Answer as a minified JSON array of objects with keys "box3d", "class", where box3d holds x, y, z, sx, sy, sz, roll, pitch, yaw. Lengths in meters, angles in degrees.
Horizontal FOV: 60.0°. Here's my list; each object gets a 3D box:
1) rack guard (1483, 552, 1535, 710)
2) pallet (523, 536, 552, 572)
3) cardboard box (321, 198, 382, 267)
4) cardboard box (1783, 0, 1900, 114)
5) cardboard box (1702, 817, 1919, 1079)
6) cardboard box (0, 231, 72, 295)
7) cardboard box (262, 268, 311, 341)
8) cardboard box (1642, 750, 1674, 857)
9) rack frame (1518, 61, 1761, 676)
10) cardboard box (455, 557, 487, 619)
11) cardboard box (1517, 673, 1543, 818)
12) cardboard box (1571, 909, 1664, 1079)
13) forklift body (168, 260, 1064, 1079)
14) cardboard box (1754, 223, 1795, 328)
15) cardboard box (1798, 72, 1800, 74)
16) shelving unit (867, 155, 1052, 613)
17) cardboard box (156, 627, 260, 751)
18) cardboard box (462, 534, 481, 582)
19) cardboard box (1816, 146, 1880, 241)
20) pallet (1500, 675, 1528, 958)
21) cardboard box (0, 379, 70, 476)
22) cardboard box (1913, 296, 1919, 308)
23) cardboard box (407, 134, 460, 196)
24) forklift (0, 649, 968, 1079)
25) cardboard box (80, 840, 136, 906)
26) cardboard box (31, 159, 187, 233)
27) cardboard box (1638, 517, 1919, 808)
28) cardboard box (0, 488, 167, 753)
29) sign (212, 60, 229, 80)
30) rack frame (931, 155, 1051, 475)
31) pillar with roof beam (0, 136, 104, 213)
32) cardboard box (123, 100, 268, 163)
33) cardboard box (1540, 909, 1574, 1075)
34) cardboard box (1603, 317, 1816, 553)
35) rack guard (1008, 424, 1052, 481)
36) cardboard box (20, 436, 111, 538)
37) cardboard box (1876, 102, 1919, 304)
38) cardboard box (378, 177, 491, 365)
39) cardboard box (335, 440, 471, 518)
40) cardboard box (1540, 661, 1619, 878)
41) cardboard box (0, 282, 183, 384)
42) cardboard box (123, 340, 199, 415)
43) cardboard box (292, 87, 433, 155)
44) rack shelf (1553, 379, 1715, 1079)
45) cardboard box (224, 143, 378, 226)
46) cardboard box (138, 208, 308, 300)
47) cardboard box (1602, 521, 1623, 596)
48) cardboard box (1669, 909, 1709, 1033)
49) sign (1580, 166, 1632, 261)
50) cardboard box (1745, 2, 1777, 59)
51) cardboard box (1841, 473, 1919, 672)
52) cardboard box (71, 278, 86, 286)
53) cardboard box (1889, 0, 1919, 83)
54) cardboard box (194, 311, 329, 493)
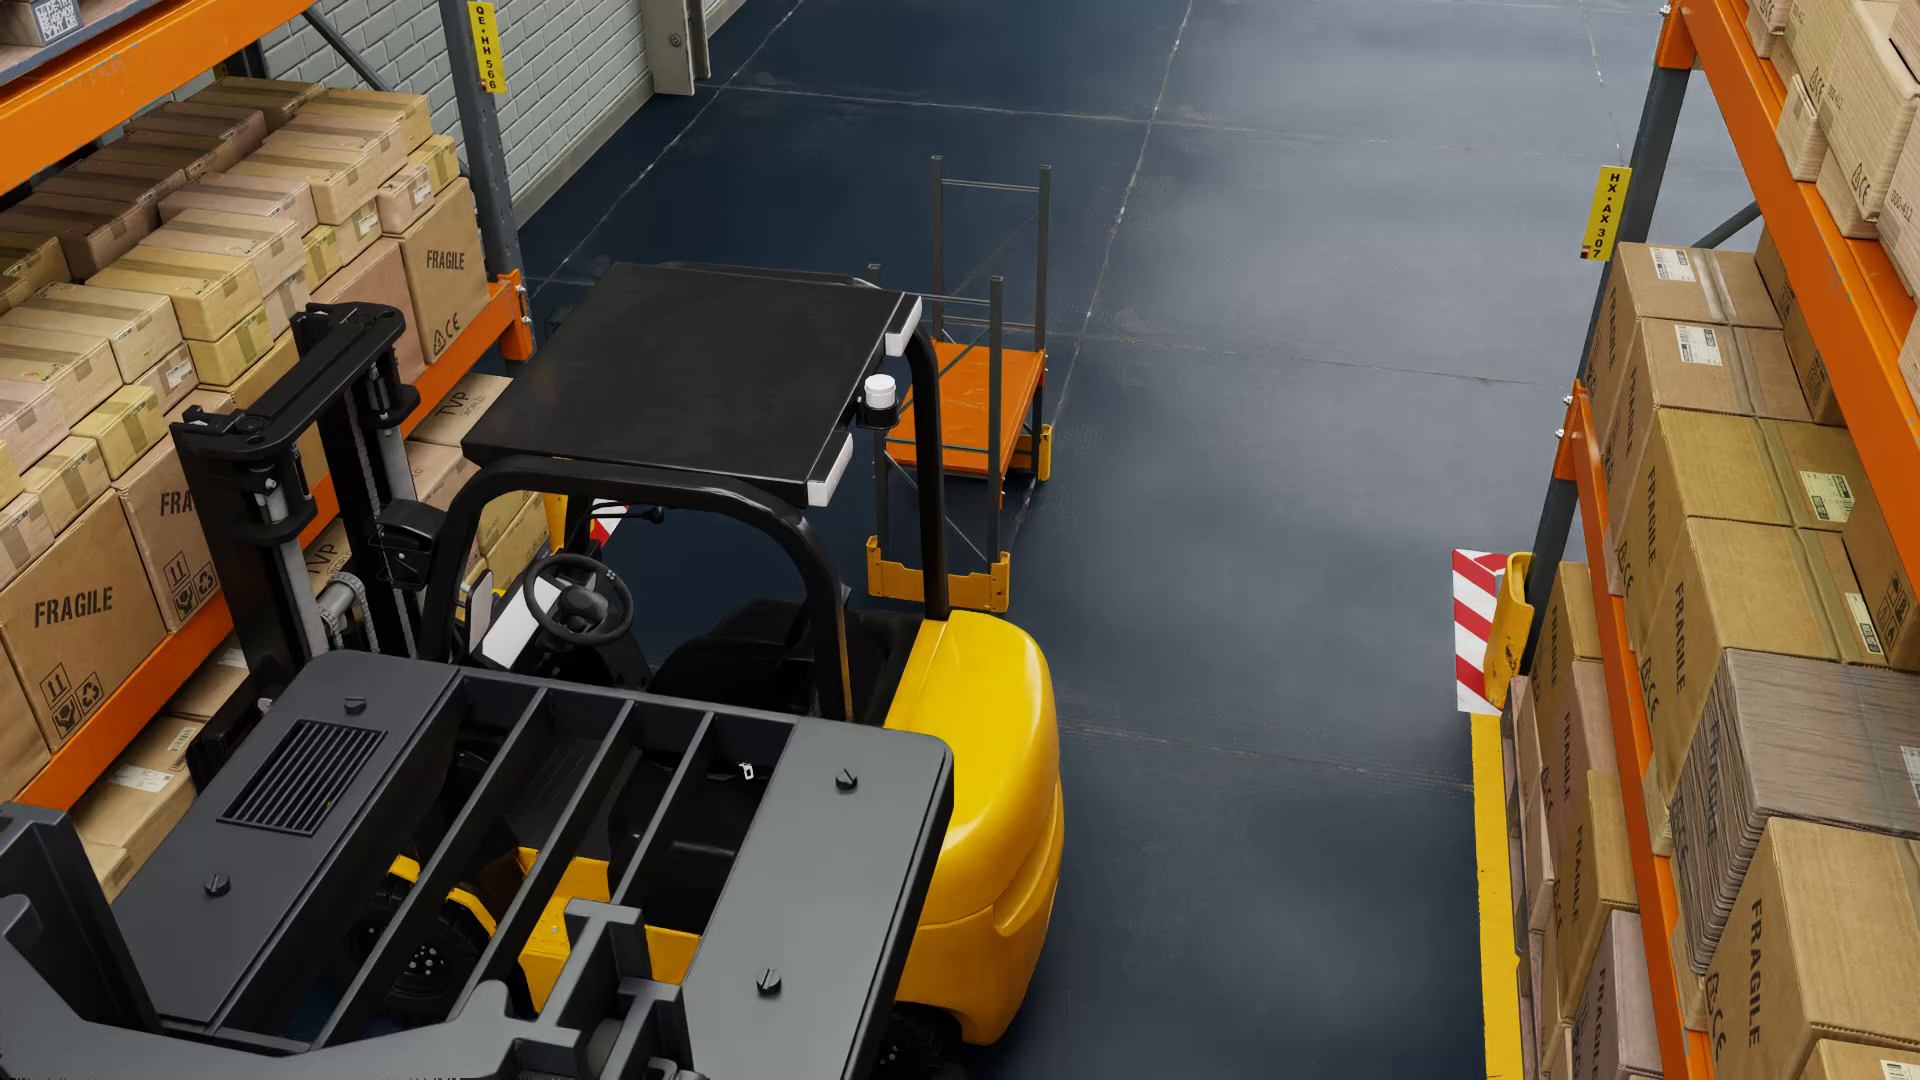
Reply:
[{"box3d":[2.622,0.413,6.255,1.175,0.500,0.348,7,37,10],"class":"rack guard"},{"box3d":[-2.334,0.310,6.643,1.003,0.211,1.213,7,37,10],"class":"pallet"},{"box3d":[-2.153,-1.041,5.492,0.380,0.149,0.250,8,37,11],"class":"cardboard box"},{"box3d":[2.067,-1.076,3.496,0.500,0.250,0.500,8,37,11],"class":"cardboard box"},{"box3d":[1.739,0.907,3.103,0.500,0.500,0.500,9,37,12],"class":"cardboard box"},{"box3d":[-2.875,-0.790,4.892,0.380,0.149,0.250,6,36,9],"class":"cardboard box"},{"box3d":[-2.228,-0.741,5.079,0.380,0.149,0.250,6,36,8],"class":"cardboard box"},{"box3d":[1.872,0.652,4.009,0.380,0.149,0.250,8,37,10],"class":"cardboard box"},{"box3d":[2.638,-0.643,5.581,1.000,3.000,0.127,7,37,10],"class":"rack frame"},{"box3d":[-2.119,0.273,6.302,0.500,0.250,0.500,7,37,10],"class":"cardboard box"},{"box3d":[2.195,0.728,5.675,0.500,0.250,0.500,7,37,10],"class":"cardboard box"},{"box3d":[1.863,1.333,4.202,0.500,0.500,0.500,9,37,12],"class":"cardboard box"},{"box3d":[-0.835,0.396,4.870,2.313,2.155,1.214,7,37,10],"class":"forklift body"},{"box3d":[2.742,-0.889,4.729,0.700,0.500,0.500,6,36,9],"class":"cardboard box"},{"box3d":[2.109,-0.999,3.731,0.380,0.149,0.250,6,36,9],"class":"cardboard box"},{"box3d":[0.016,-0.651,6.870,0.587,1.500,1.083,7,37,10],"class":"shelving unit"},{"box3d":[-2.323,0.452,5.203,0.500,0.250,0.500,7,36,9],"class":"cardboard box"},{"box3d":[-2.128,0.082,6.140,0.500,0.250,0.500,7,37,10],"class":"cardboard box"},{"box3d":[1.961,-0.709,3.330,0.380,0.149,0.250,6,36,9],"class":"cardboard box"},{"box3d":[2.414,0.991,5.703,1.003,0.211,1.213,7,37,10],"class":"pallet"},{"box3d":[-2.511,-0.287,4.199,0.380,0.149,0.250,7,37,10],"class":"cardboard box"},{"box3d":[1.925,-0.408,2.915,0.380,0.149,0.250,8,37,11],"class":"cardboard box"},{"box3d":[-2.012,-1.332,5.894,0.380,0.149,0.250,8,37,11],"class":"cardboard box"},{"box3d":[-0.628,1.334,2.912,1.130,2.935,3.031,7,37,10],"class":"forklift"},{"box3d":[-2.537,1.039,4.394,0.500,0.250,0.500,7,37,10],"class":"cardboard box"},{"box3d":[-2.691,-1.082,5.295,0.380,0.149,0.250,8,37,10],"class":"cardboard box"},{"box3d":[1.950,0.315,3.921,0.500,0.500,0.500,7,36,9],"class":"cardboard box"},{"box3d":[-2.514,0.177,4.365,0.500,0.500,0.500,7,37,10],"class":"cardboard box"},{"box3d":[-2.753,-1.719,6.260,0.100,0.325,0.005,7,37,10],"class":"sign"},{"box3d":[0.127,-0.948,7.279,0.500,1.500,0.032,7,37,10],"class":"rack frame"},{"box3d":[0.964,-2.866,3.537,9.100,9.000,0.400,7,37,10],"class":"pillar with roof beam"},{"box3d":[-2.610,-1.376,5.701,0.380,0.149,0.250,9,37,12],"class":"cardboard box"},{"box3d":[1.975,1.334,4.838,0.500,0.250,0.500,10,37,13],"class":"cardboard box"},{"box3d":[2.158,-0.270,4.728,0.500,0.500,0.500,8,37,11],"class":"cardboard box"},{"box3d":[0.123,-0.430,7.631,0.587,0.250,0.087,7,37,10],"class":"rack guard"},{"box3d":[-2.440,-0.153,4.267,0.380,0.149,0.250,6,36,8],"class":"cardboard box"},{"box3d":[1.845,-0.491,2.690,0.500,0.250,0.500,7,36,9],"class":"cardboard box"},{"box3d":[-2.061,-0.988,5.973,0.500,0.500,0.500,7,36,9],"class":"cardboard box"},{"box3d":[-2.109,-0.128,6.004,0.500,0.250,0.500,8,37,11],"class":"cardboard box"},{"box3d":[2.084,0.738,5.021,0.500,0.500,0.500,6,36,8],"class":"cardboard box"},{"box3d":[-2.405,-0.575,4.596,0.380,0.149,0.250,8,37,11],"class":"cardboard box"},{"box3d":[-2.404,-0.462,4.693,0.380,0.149,0.250,7,37,10],"class":"cardboard box"},{"box3d":[-2.083,-1.455,5.810,0.380,0.149,0.250,7,37,10],"class":"cardboard box"},{"box3d":[2.211,0.795,4.210,1.077,0.370,4.000,7,37,10],"class":"rack shelf"},{"box3d":[-2.134,-1.156,5.398,0.380,0.149,0.250,8,37,11],"class":"cardboard box"},{"box3d":[-2.207,-0.860,4.988,0.380,0.149,0.250,8,37,11],"class":"cardboard box"},{"box3d":[2.088,0.056,4.831,0.380,0.149,0.250,8,37,11],"class":"cardboard box"},{"box3d":[1.768,0.947,3.602,0.380,0.149,0.250,7,36,9],"class":"cardboard box"},{"box3d":[2.108,-1.061,5.421,0.100,0.325,0.005,7,37,10],"class":"sign"},{"box3d":[2.191,-1.297,4.142,0.380,0.149,0.250,8,37,11],"class":"cardboard box"},{"box3d":[2.376,-0.025,3.538,0.700,0.500,0.500,7,37,10],"class":"cardboard box"},{"box3d":[-2.828,-0.830,5.202,0.380,0.149,0.250,8,37,10],"class":"cardboard box"},{"box3d":[1.876,-0.895,2.908,0.380,0.149,0.250,8,37,11],"class":"cardboard box"},{"box3d":[-2.290,-0.398,5.158,0.500,0.500,0.500,7,36,9],"class":"cardboard box"}]
